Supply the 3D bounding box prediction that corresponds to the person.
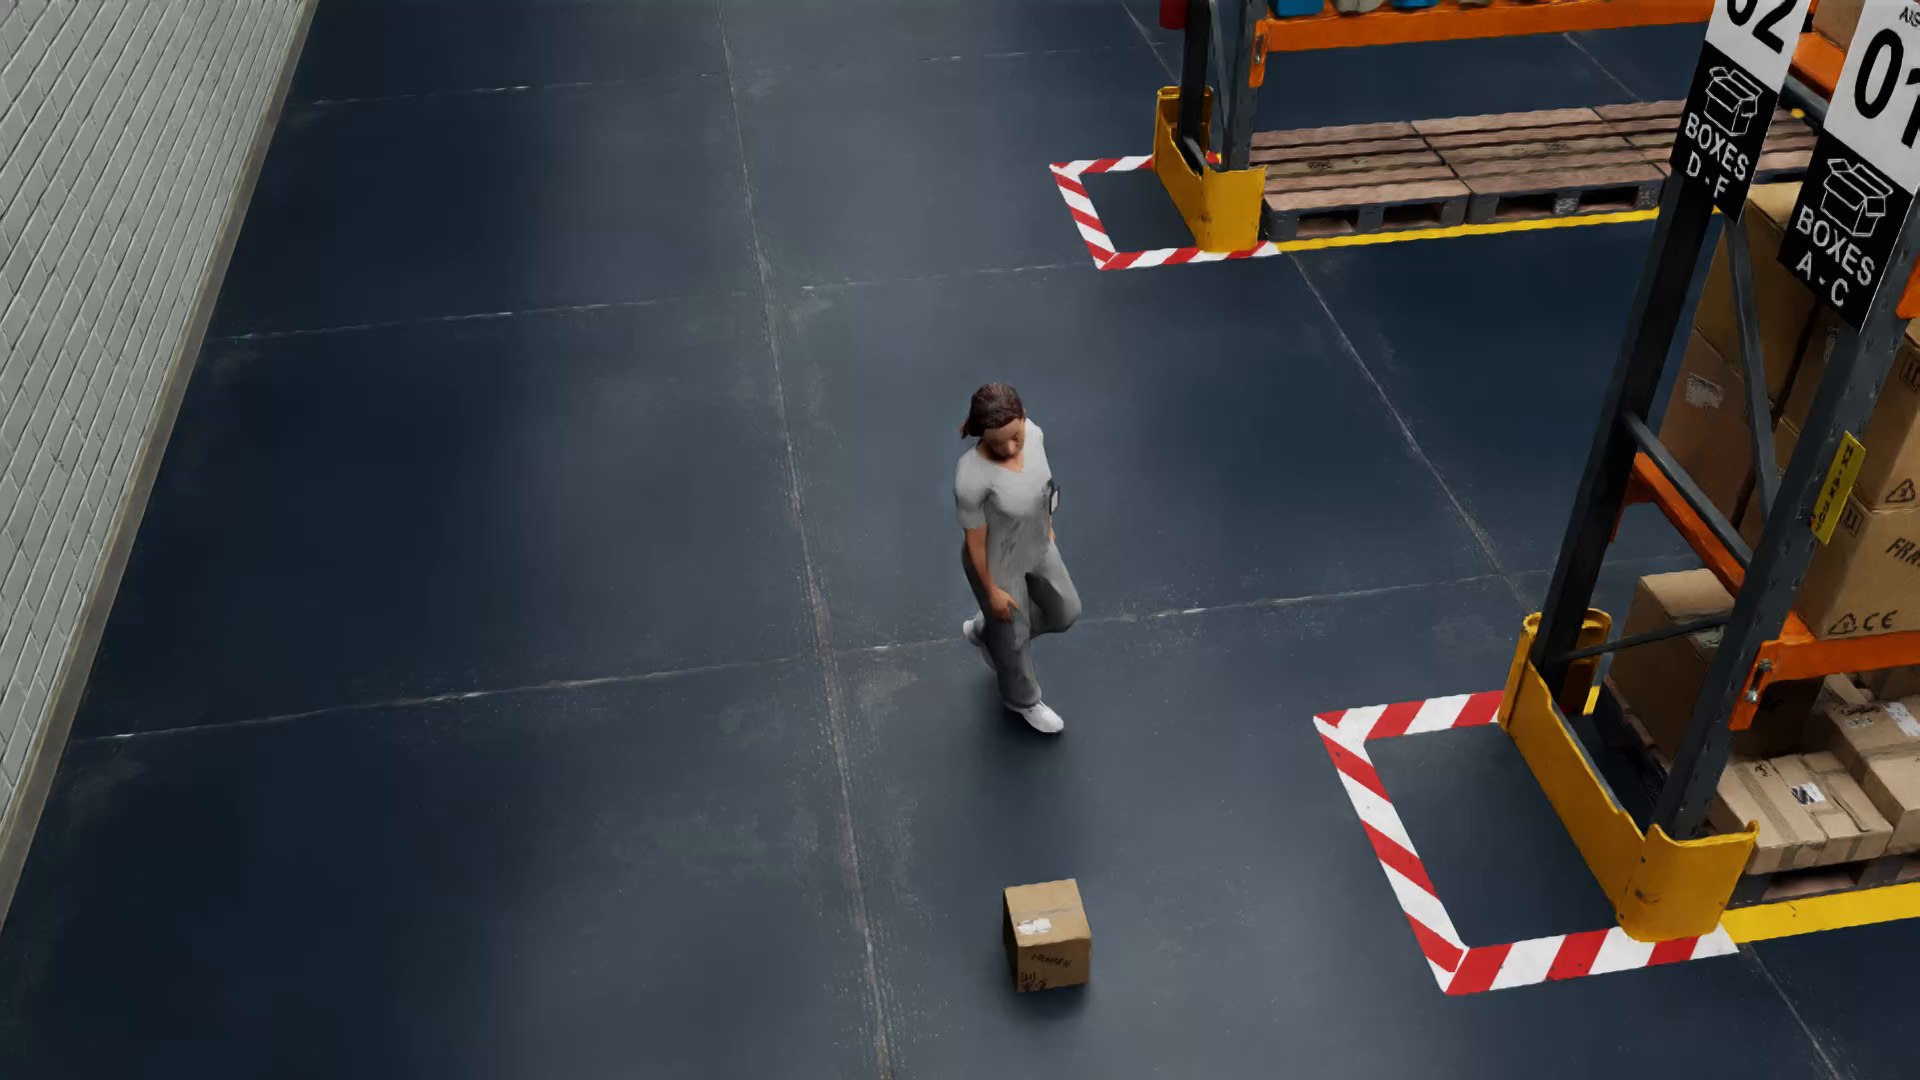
[{"bbox_3d":[0.145,0.068,6.092,0.526,1.620,0.510,27,46,29],"label":"person"}]
